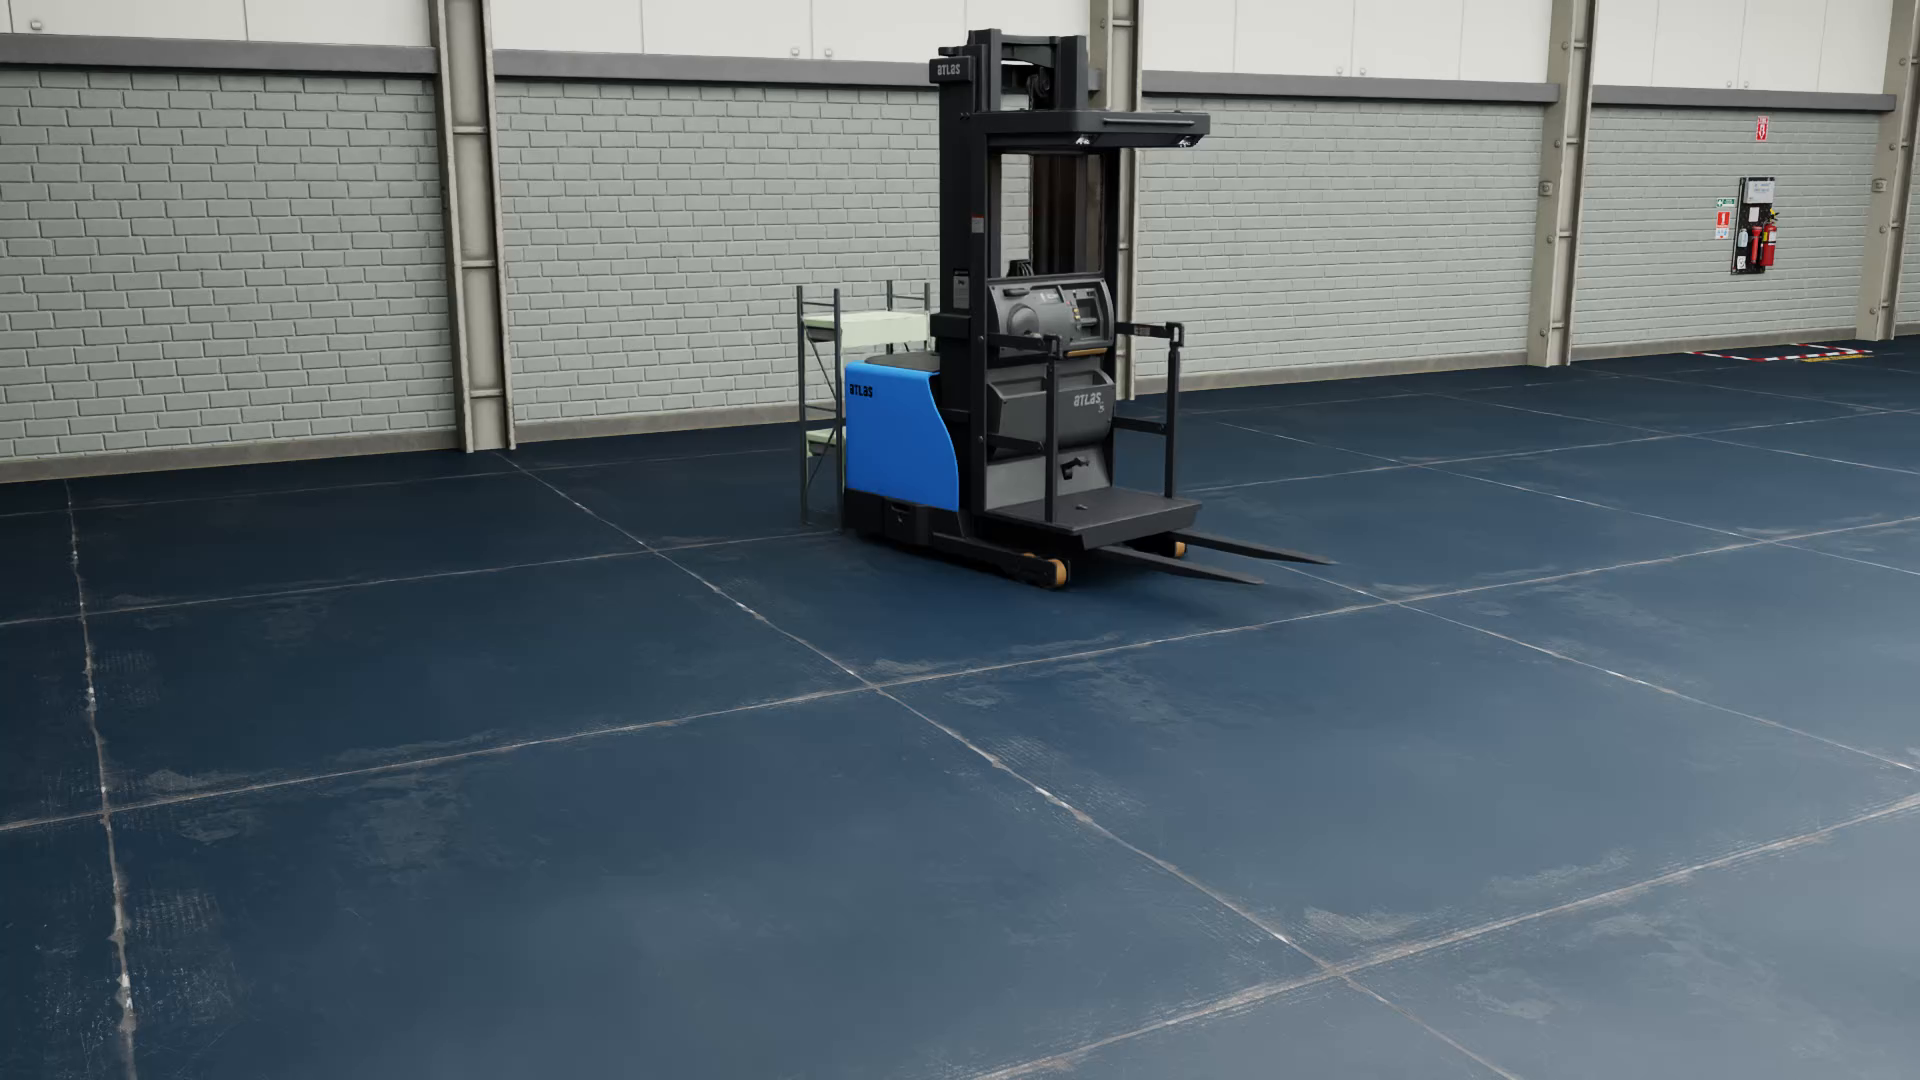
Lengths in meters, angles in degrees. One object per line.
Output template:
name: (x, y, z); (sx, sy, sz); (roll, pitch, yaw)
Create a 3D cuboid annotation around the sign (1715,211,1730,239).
sign: (9.264, -3.826, 20.194); (0.234, 0.329, 0.001); (-7, 14, -28)

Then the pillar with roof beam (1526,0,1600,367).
pillar with roof beam: (8.783, -5.565, 14.341); (0.400, 9.000, 9.100); (-7, 14, -28)

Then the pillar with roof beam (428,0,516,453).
pillar with roof beam: (-1.750, -4.303, 8.732); (0.400, 9.000, 9.100); (-7, 14, -28)

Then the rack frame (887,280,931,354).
rack frame: (-0.330, -0.919, 10.777); (0.023, 1.500, 0.400); (-12, 17, -42)

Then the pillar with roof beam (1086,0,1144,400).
pillar with roof beam: (3.516, -4.934, 11.537); (0.400, 9.000, 9.100); (-7, 14, -28)

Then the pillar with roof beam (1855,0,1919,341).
pillar with roof beam: (14.049, -6.196, 17.146); (0.400, 9.000, 9.100); (-7, 14, -28)

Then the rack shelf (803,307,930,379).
rack shelf: (-0.597, -1.245, 10.447); (0.720, 0.370, 0.431); (-12, 17, -42)

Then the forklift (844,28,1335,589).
forklift: (0.665, -1.292, 9.174); (1.130, 2.935, 3.031); (-12, 17, -42)

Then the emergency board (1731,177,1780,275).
emergency board: (9.799, -3.846, 20.369); (0.643, 1.169, 0.194); (-7, 14, -28)

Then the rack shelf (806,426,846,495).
rack shelf: (-0.597, -0.546, 10.604); (0.720, 0.370, 0.431); (-12, 17, -42)

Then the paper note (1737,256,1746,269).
paper note: (9.610, -3.411, 20.442); (0.142, 0.148, 0.016); (-7, 14, -28)

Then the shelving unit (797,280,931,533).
shelving unit: (-0.597, -0.864, 10.533); (0.755, 1.500, 0.431); (-12, 17, -42)

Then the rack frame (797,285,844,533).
rack frame: (-0.864, -0.809, 10.289); (0.023, 1.500, 0.400); (-12, 17, -42)

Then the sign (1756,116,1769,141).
sign: (9.744, -4.996, 20.196); (0.199, 0.298, 0.001); (-7, 14, -28)

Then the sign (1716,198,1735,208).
sign: (9.272, -4.083, 20.131); (0.331, 0.109, 0.001); (-7, 14, -28)
